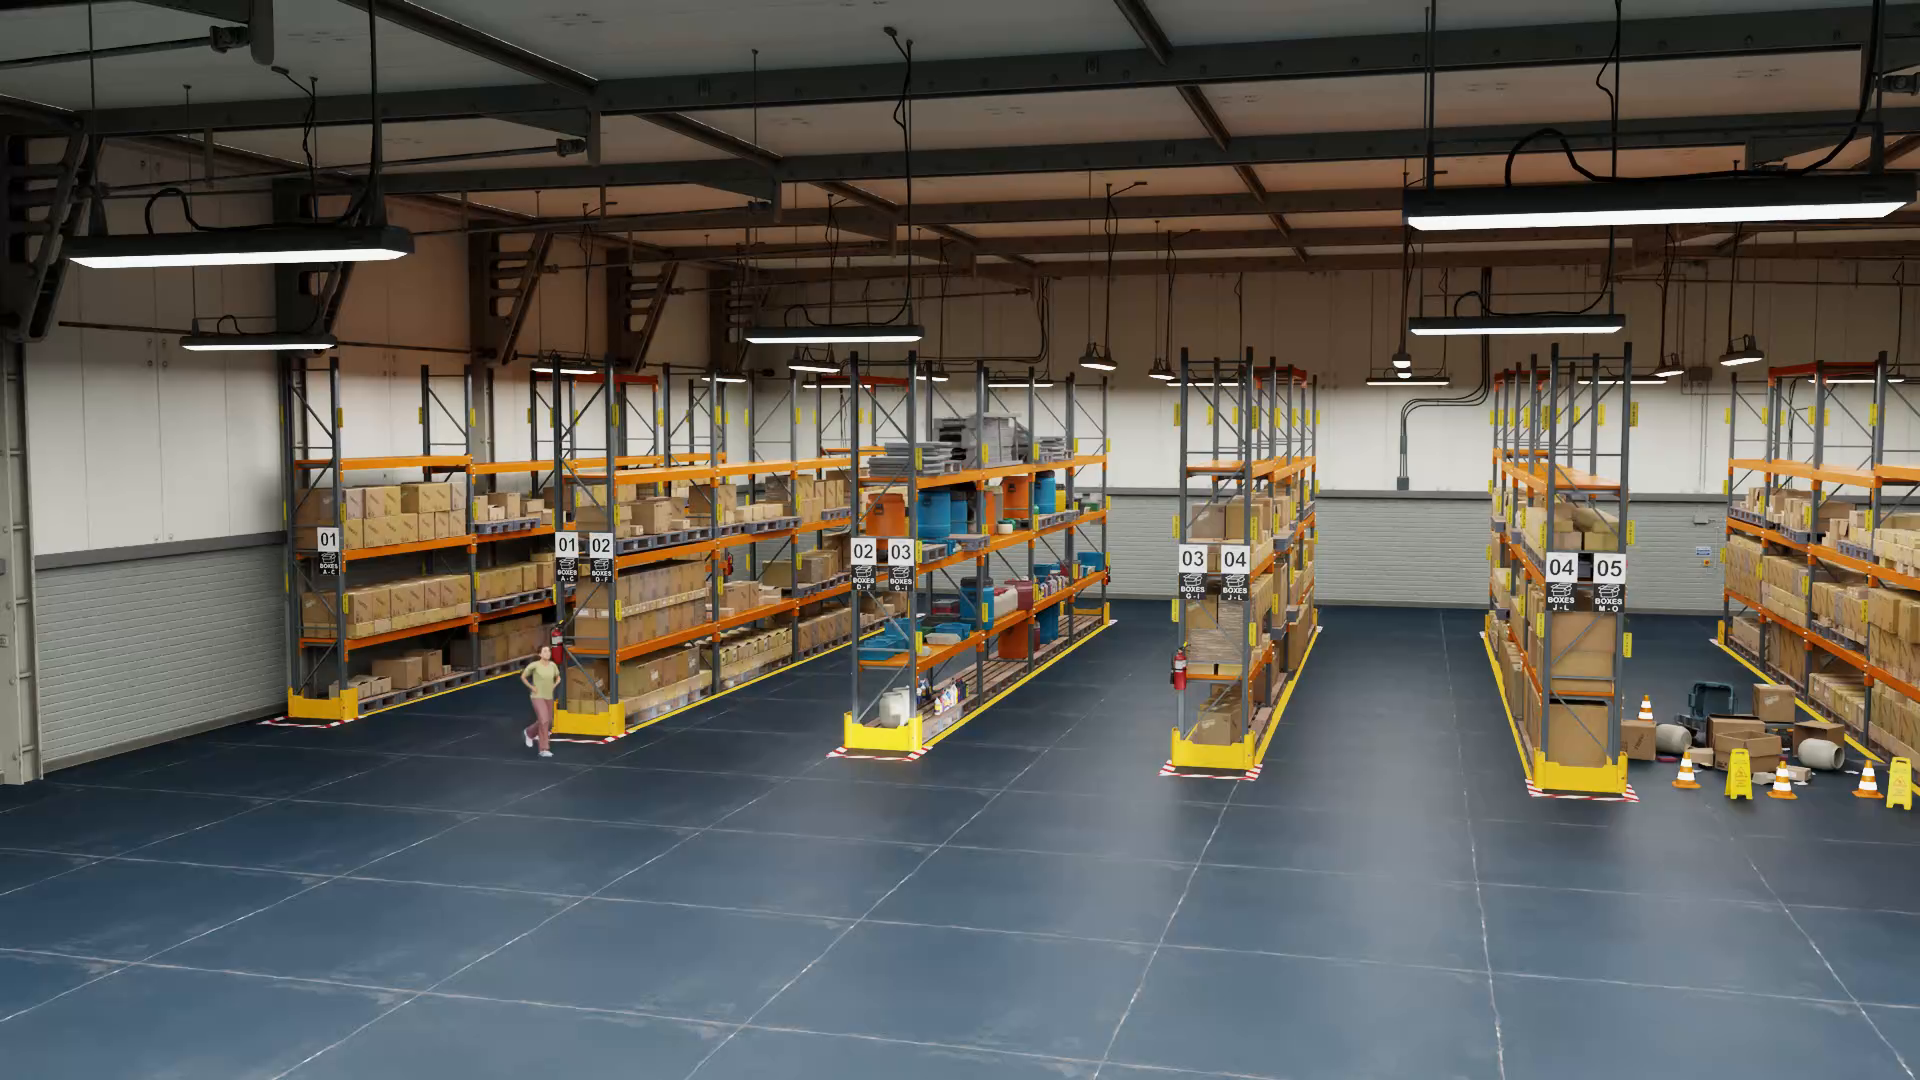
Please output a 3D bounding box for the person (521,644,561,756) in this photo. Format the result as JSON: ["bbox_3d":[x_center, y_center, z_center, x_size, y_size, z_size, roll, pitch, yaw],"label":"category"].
[{"bbox_3d":[-6.258,2.378,24.919,0.598,1.656,0.784,-4,6,-45],"label":"person"}]
